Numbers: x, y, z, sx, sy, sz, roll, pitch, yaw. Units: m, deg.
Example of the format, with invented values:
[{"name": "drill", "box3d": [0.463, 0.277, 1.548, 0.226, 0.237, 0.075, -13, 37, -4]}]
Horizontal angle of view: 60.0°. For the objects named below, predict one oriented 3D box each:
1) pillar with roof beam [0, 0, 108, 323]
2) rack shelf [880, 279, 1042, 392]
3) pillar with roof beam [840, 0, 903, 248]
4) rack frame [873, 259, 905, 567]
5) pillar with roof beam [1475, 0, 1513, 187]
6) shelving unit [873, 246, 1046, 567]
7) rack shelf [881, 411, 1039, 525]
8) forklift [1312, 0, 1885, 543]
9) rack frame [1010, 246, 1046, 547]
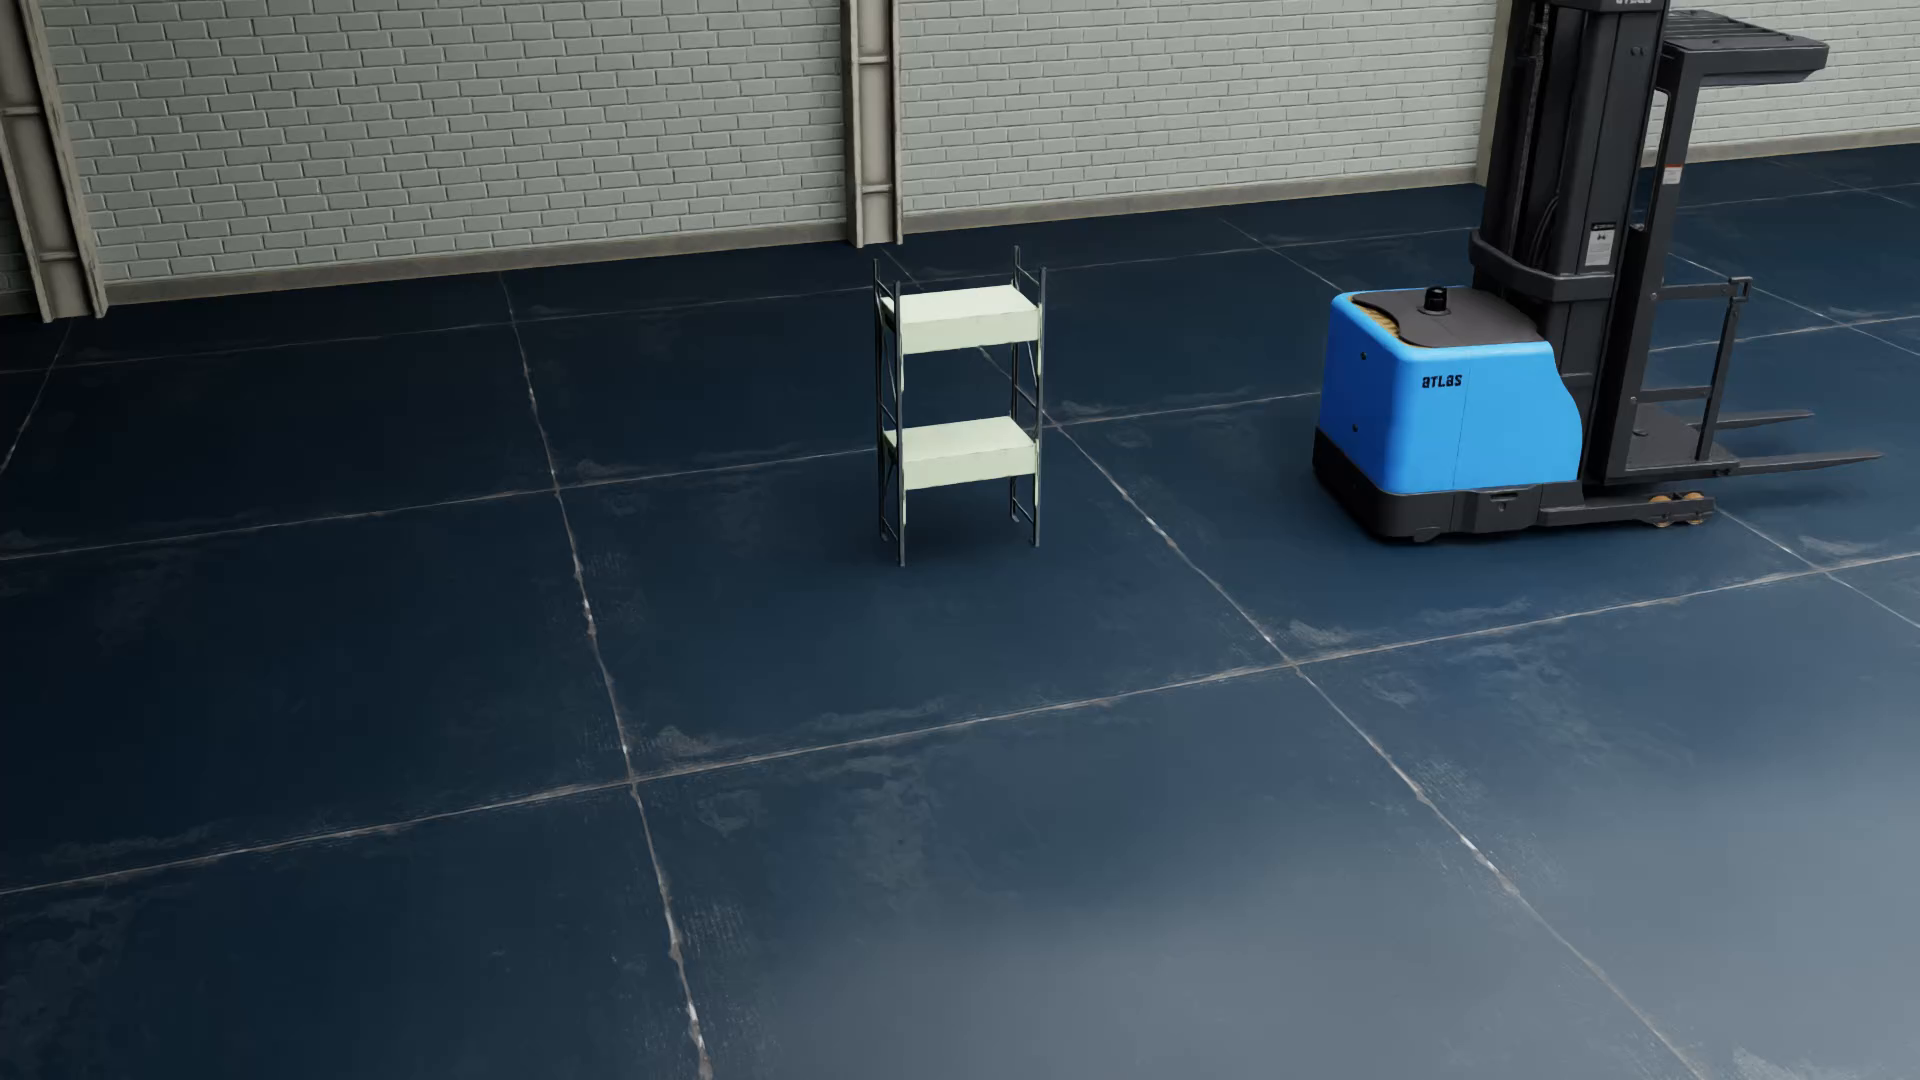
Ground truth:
[{"name": "pillar with roof beam", "box3d": [-5.073, -3.851, 6.388, 0.400, 9.000, 9.100, -8, 28, -16]}, {"name": "rack shelf", "box3d": [-0.006, -1.020, 8.241, 0.720, 0.370, 0.431, -8, 28, -16]}, {"name": "pillar with roof beam", "box3d": [0.632, -4.678, 8.052, 0.400, 9.000, 9.100, -8, 28, -16]}, {"name": "rack frame", "box3d": [-0.354, -0.620, 8.313, 0.023, 1.500, 0.400, -8, 28, -16]}, {"name": "pillar with roof beam", "box3d": [6.337, -5.504, 9.717, 0.400, 9.000, 9.100, -8, 28, -16]}, {"name": "shelving unit", "box3d": [-0.006, -0.671, 8.415, 0.755, 1.500, 0.431, -8, 28, -16]}, {"name": "rack shelf", "box3d": [-0.006, -0.379, 8.560, 0.720, 0.370, 0.431, -8, 28, -16]}, {"name": "forklift", "box3d": [3.570, -1.607, 8.692, 3.031, 2.935, 1.130, -5, 27, -9]}, {"name": "rack frame", "box3d": [0.342, -0.721, 8.516, 0.023, 1.500, 0.400, -8, 28, -16]}]
